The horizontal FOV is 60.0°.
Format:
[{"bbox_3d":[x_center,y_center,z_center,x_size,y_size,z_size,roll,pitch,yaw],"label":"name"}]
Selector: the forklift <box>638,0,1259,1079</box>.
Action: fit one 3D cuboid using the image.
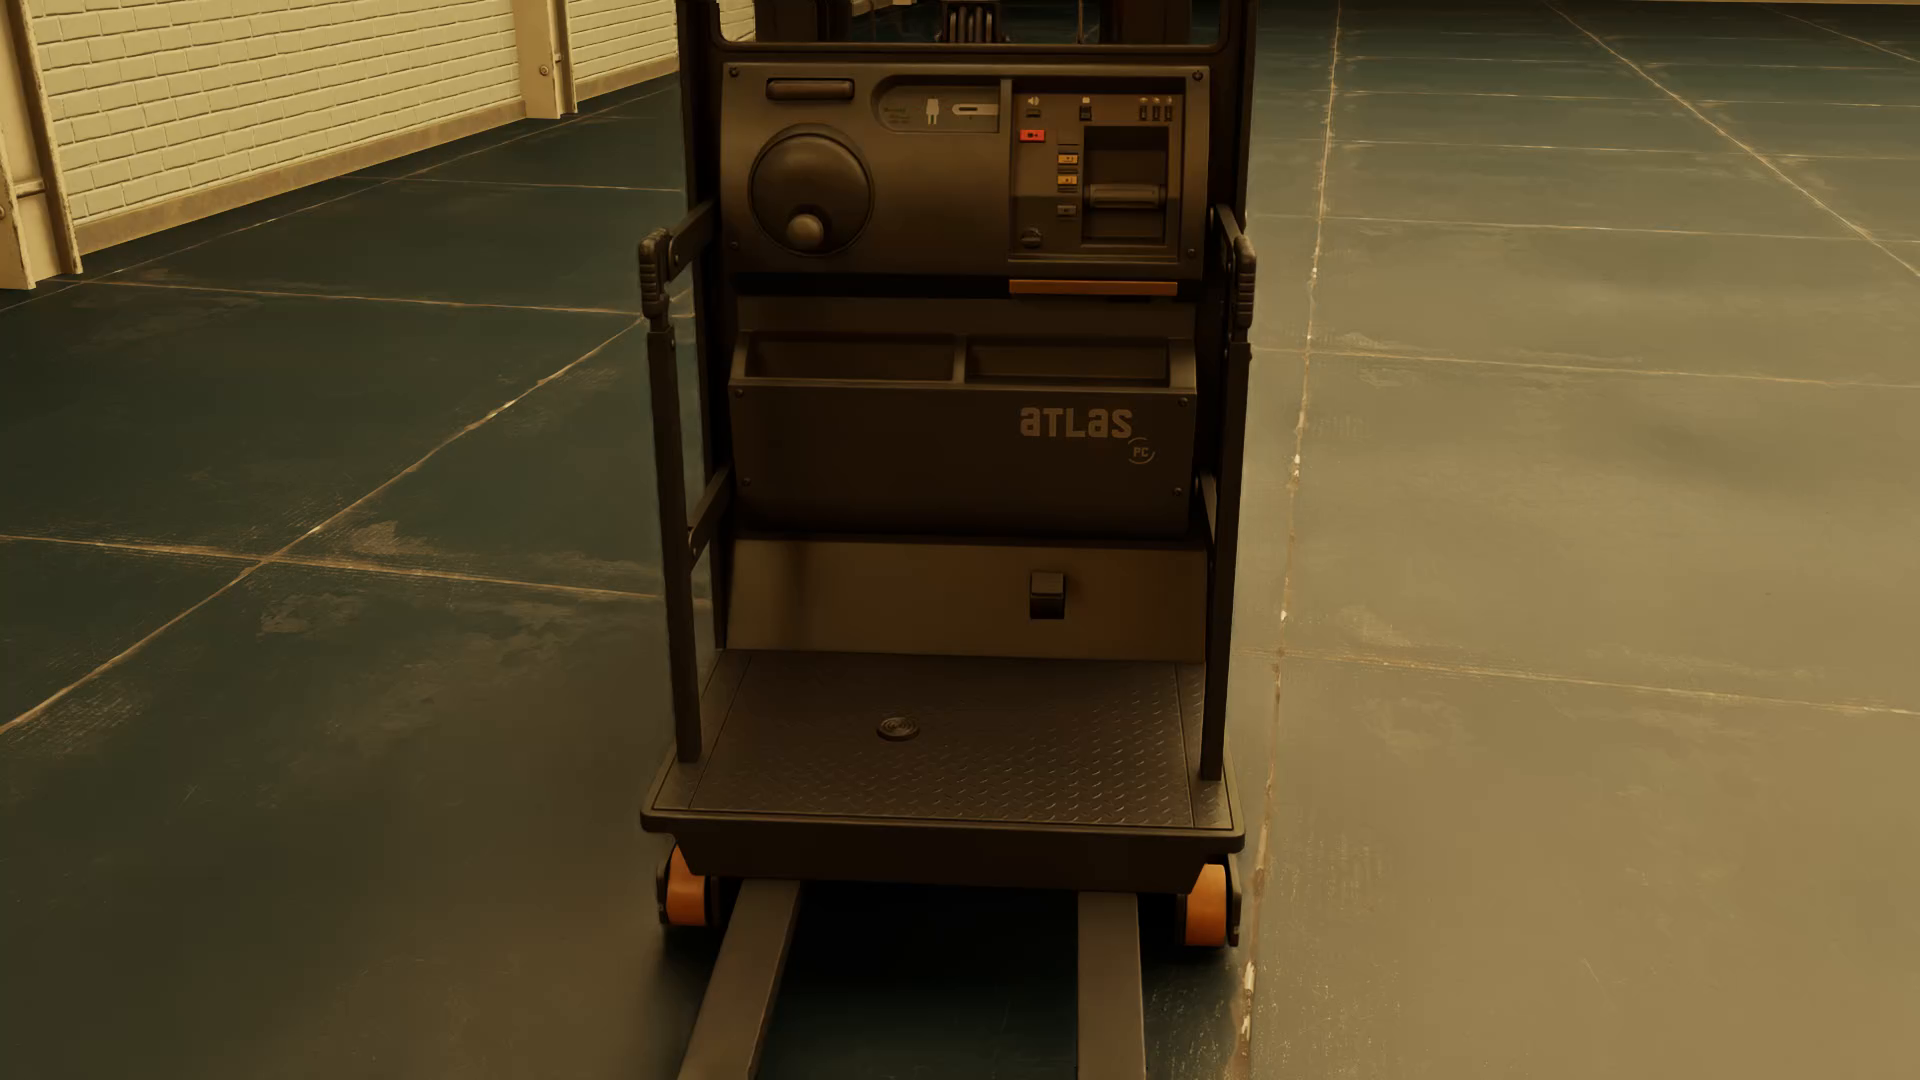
[{"bbox_3d":[-0.006,-0.698,2.977,1.130,2.935,3.031,1,22,4],"label":"forklift"}]
